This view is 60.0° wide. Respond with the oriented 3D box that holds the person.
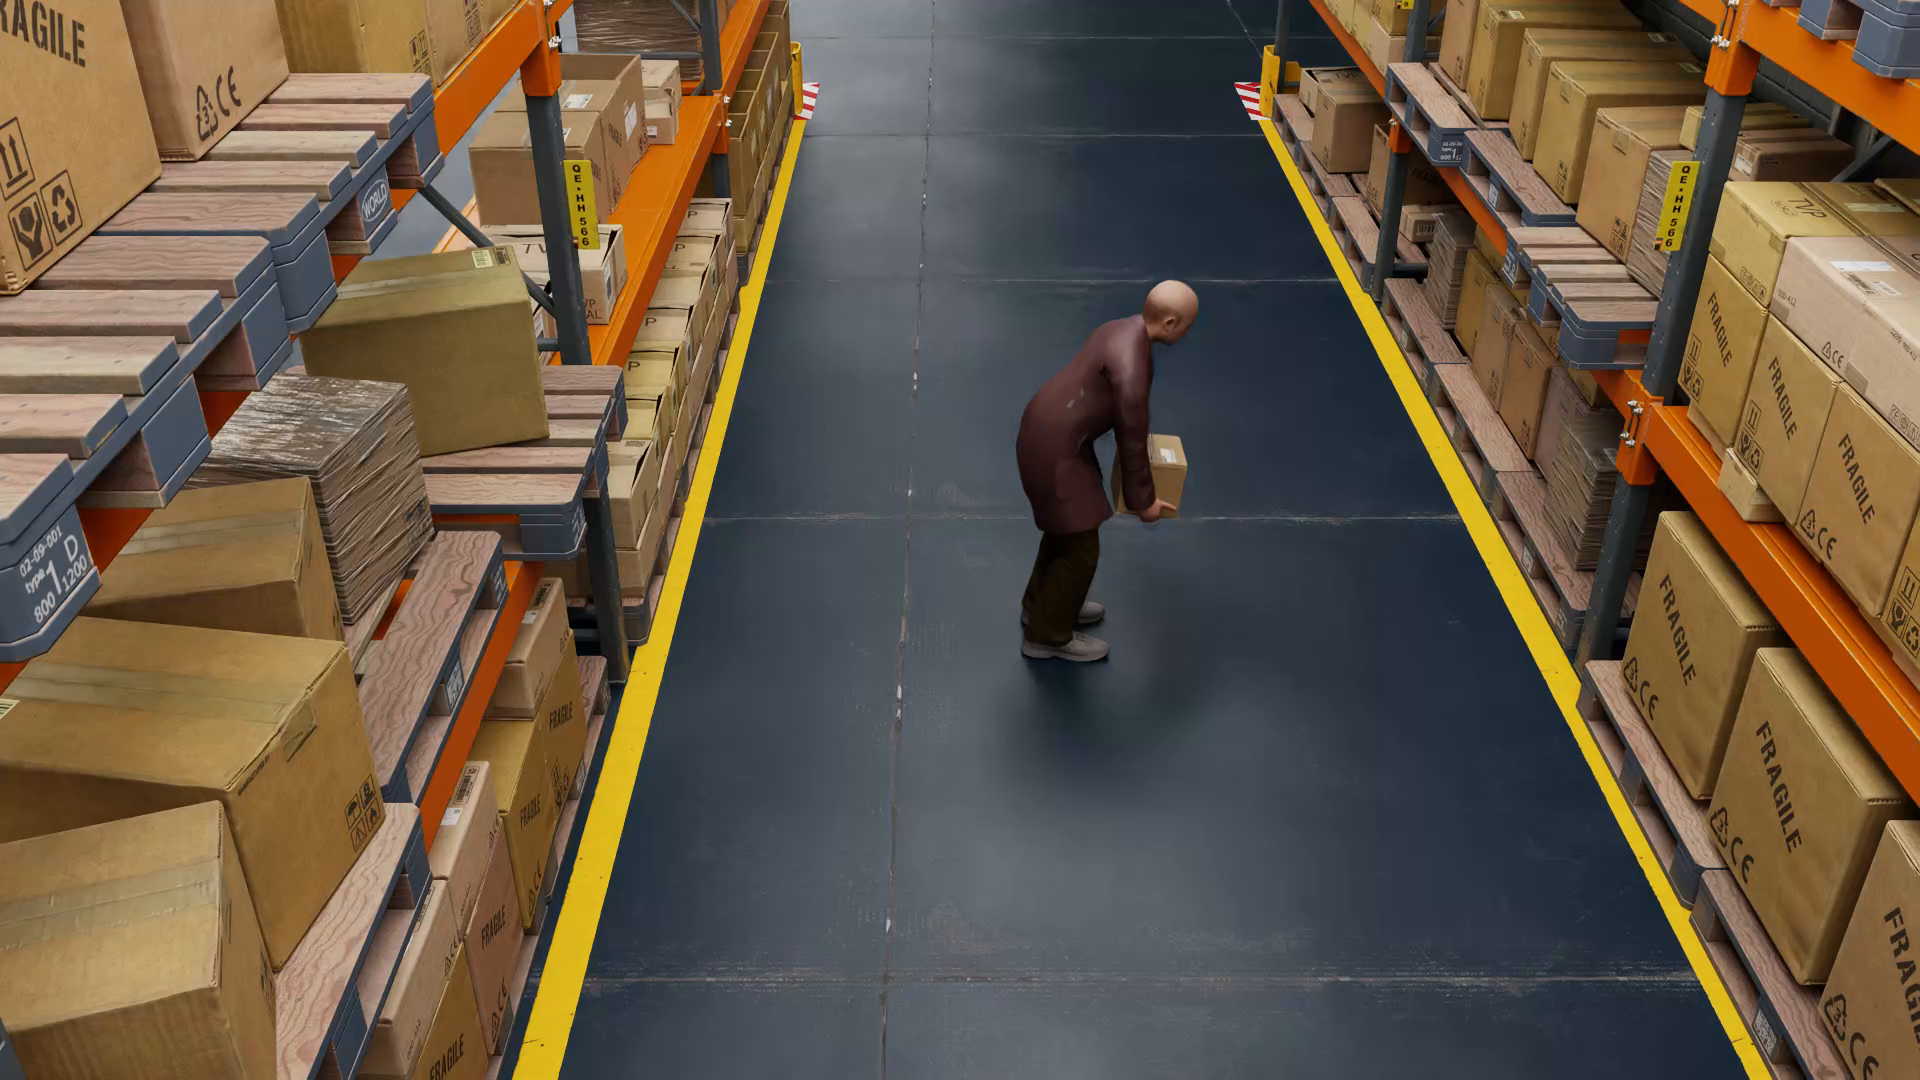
[{"bbox_3d":[0.574,-0.276,6.758,0.697,1.626,0.544,-1,31,-1],"label":"person"}]
